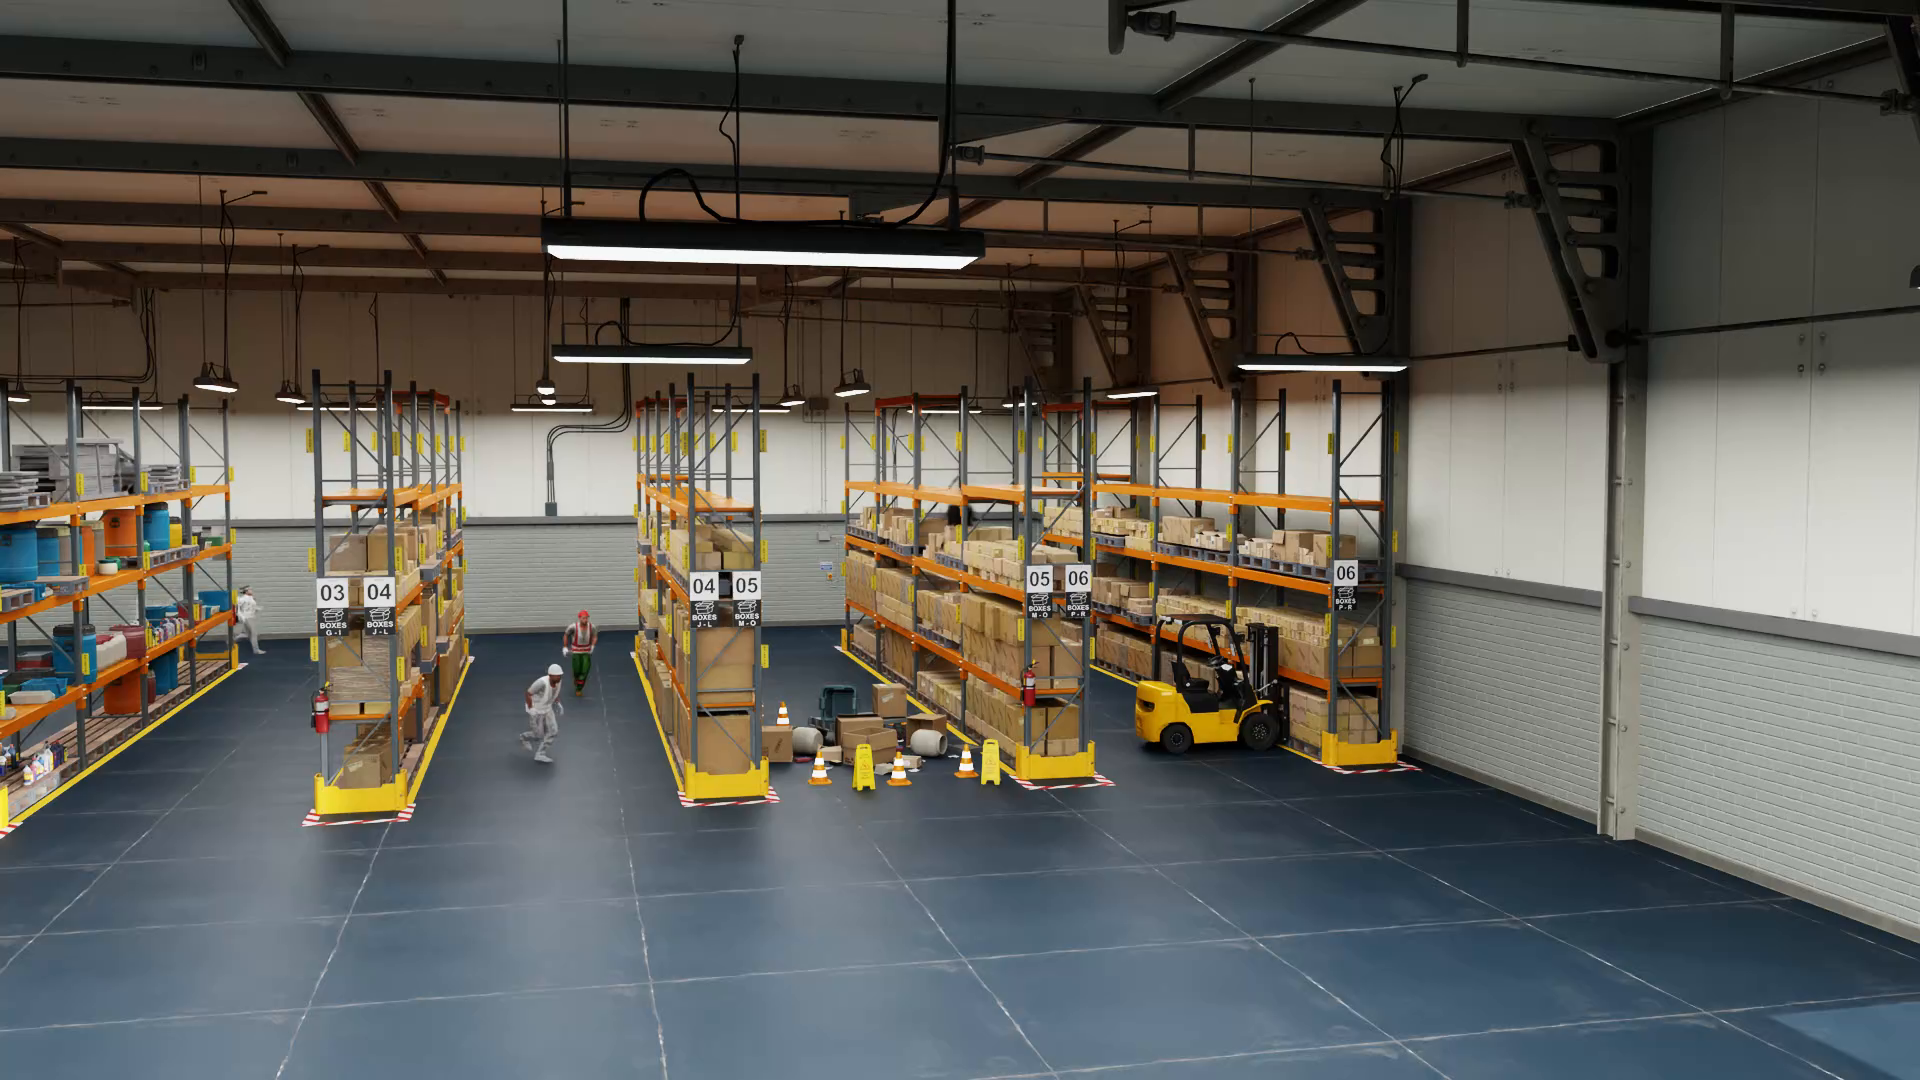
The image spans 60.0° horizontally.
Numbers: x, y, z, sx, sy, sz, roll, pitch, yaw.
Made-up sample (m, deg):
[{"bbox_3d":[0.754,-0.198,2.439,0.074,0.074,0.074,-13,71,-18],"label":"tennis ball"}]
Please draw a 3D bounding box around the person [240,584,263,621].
[{"bbox_3d":[-16.768,1.477,39.347,0.490,0.877,0.435,0,3,-3],"label":"person"}]

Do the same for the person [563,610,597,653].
[{"bbox_3d":[-7.497,1.811,32.977,0.659,0.846,0.498,-2,4,-29],"label":"person"}]

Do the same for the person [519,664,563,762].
[{"bbox_3d":[-6.622,2.713,26.187,1.054,1.576,0.689,2,4,36],"label":"person"}]
